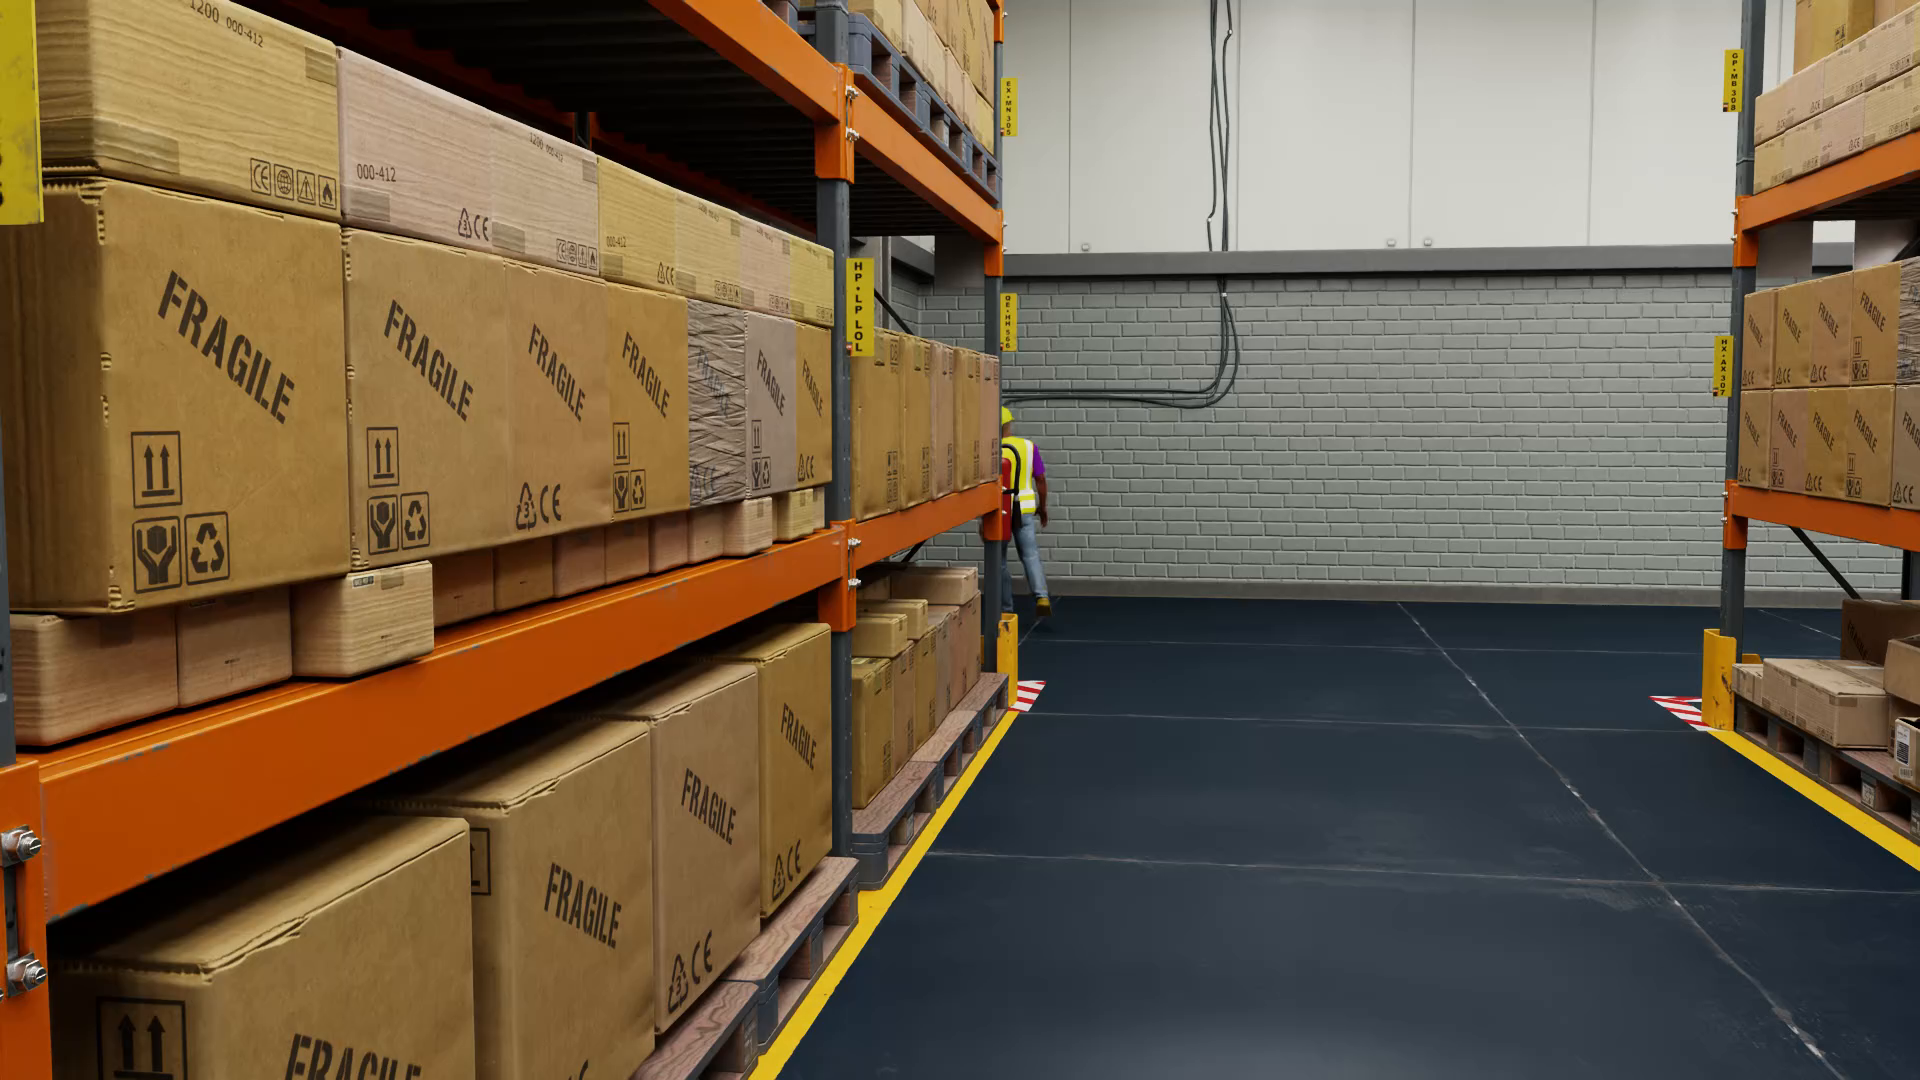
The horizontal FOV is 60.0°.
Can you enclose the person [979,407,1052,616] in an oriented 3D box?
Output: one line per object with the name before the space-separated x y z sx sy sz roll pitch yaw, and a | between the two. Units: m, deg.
person | 0.427 -0.206 13.215 0.655 1.725 0.949 -1 5 -18
